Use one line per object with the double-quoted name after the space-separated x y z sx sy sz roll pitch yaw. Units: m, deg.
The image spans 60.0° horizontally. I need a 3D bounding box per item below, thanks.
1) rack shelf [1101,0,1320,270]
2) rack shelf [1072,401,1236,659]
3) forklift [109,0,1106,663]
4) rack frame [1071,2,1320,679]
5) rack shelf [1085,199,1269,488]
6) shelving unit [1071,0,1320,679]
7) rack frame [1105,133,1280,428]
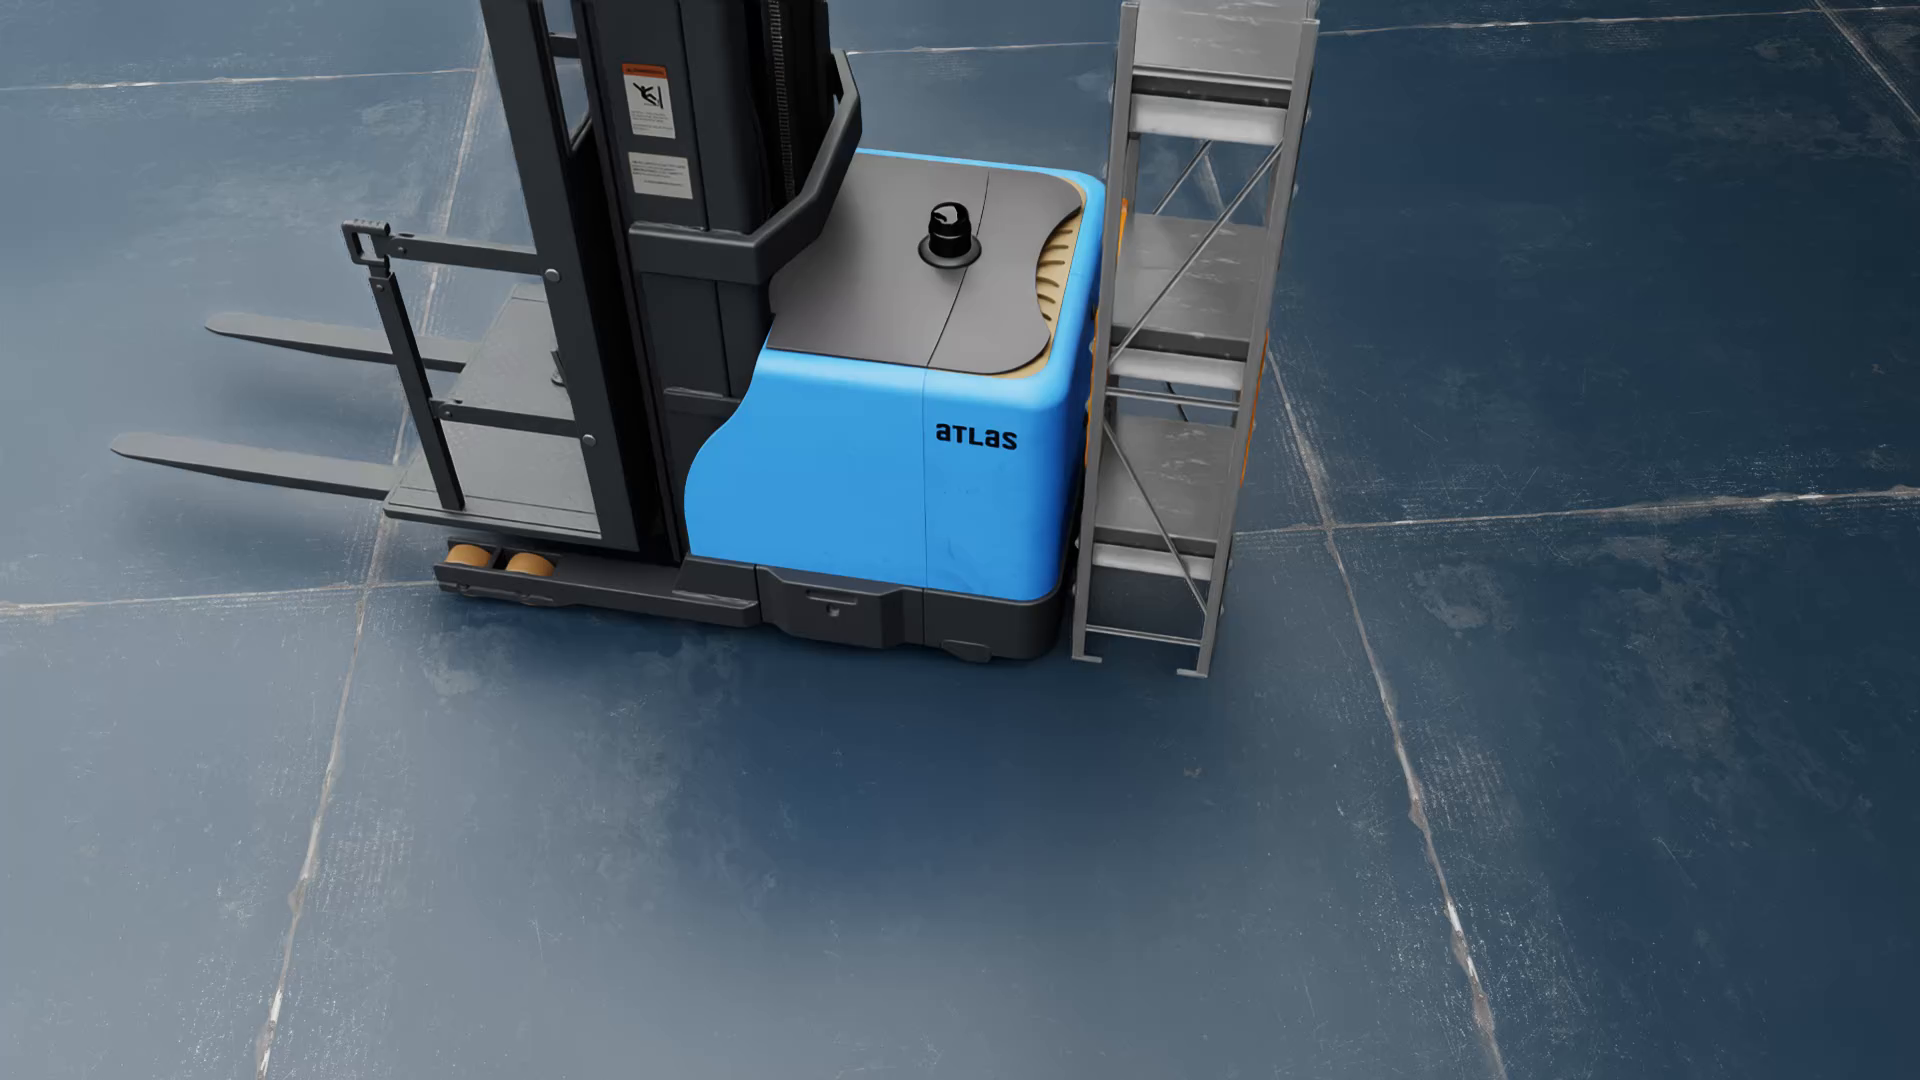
0.572 -0.993 3.799 0.431 0.518 0.480 8 47 7 "rack shelf"
0.572 -0.030 4.815 0.431 0.518 0.480 8 47 7 "rack shelf"
-1.123 -1.177 4.346 3.031 2.935 1.130 8 47 7 "forklift"
0.527 -0.347 4.132 0.400 2.100 0.015 8 47 7 "rack frame"
0.572 -0.512 4.307 0.431 0.518 0.480 8 47 7 "rack shelf"
0.572 -0.521 4.297 0.431 2.100 0.503 8 47 7 "shelving unit"
0.618 -0.695 4.462 0.400 2.100 0.015 8 47 7 "rack frame"
